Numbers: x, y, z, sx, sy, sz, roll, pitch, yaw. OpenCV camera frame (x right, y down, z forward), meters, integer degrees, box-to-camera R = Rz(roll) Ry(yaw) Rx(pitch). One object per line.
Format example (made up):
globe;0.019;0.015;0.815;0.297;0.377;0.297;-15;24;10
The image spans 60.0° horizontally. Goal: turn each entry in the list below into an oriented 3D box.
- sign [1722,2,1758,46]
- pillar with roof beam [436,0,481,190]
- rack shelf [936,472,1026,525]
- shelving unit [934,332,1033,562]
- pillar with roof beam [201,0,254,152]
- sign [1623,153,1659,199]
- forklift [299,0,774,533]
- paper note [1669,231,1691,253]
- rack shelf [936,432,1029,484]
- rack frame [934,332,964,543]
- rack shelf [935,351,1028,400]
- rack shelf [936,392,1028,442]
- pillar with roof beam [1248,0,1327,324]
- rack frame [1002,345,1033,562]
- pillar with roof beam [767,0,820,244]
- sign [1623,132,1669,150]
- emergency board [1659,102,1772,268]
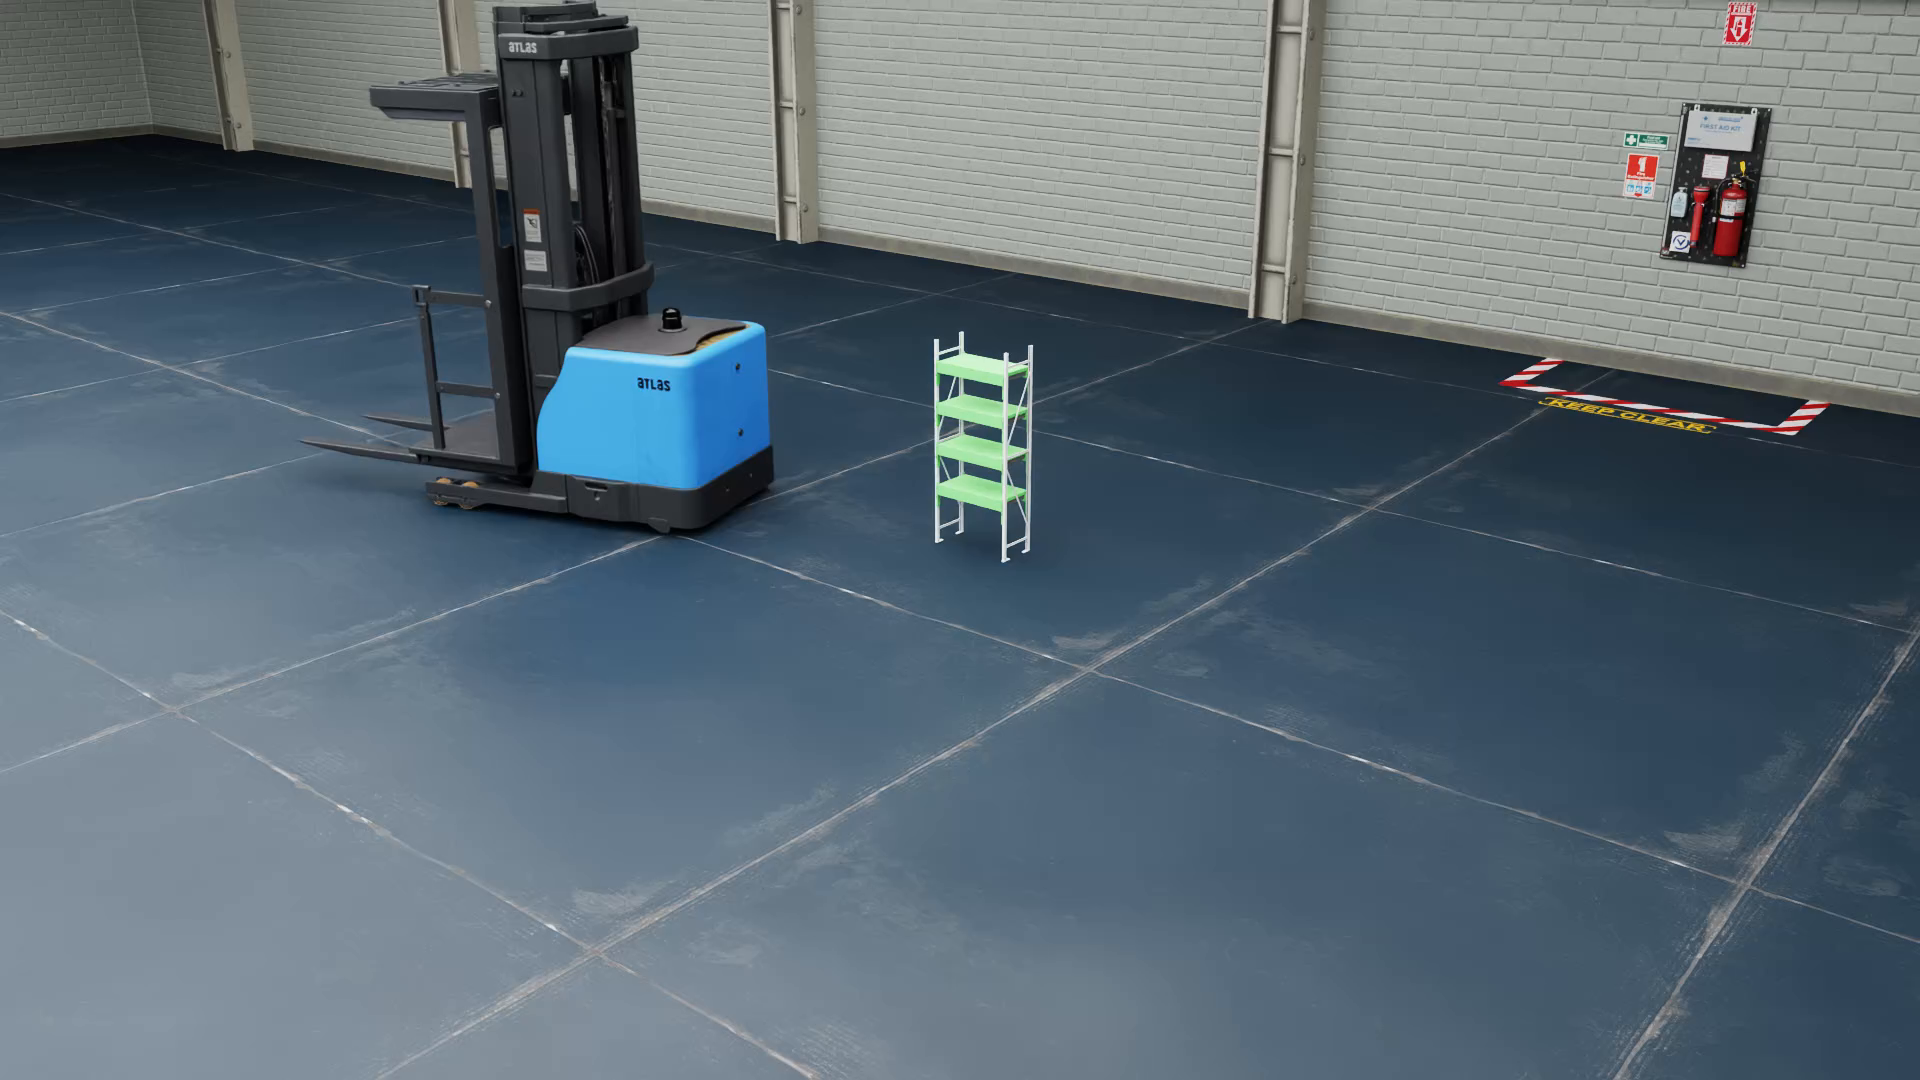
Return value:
sign;5.658;-3.746;12.066;0.199;0.298;0.001;16;26;36
pillar with roof beam;-9.175;-7.717;17.378;0.400;9.000;9.100;16;26;36
rack shelf;0.128;-0.240;9.466;0.480;0.148;0.258;16;26;36
shelving unit;0.128;-0.524;9.359;0.503;1.200;0.258;16;26;36
pillar with roof beam;-13.824;-9.055;20.928;0.400;9.000;9.100;16;26;36
sign;5.238;-2.801;12.794;0.234;0.329;0.001;16;26;36
forklift;-2.740;-1.722;10.080;3.031;2.935;1.130;8;22;20
paper note;5.508;-2.279;12.708;0.142;0.148;0.016;16;26;36
rack shelf;0.128;-0.465;9.381;0.480;0.148;0.258;16;26;36
rack frame;-0.061;-0.579;9.503;0.015;1.200;0.240;16;26;36
rack shelf;0.128;-0.914;9.212;0.480;0.148;0.258;16;26;36
rack shelf;0.128;-0.689;9.296;0.480;0.148;0.258;16;26;36
pillar with roof beam;0.121;-5.040;10.279;0.400;9.000;9.100;16;26;36
rack frame;0.317;-0.470;9.214;0.015;1.200;0.240;16;26;36
pillar with roof beam;-4.527;-6.378;13.829;0.400;9.000;9.100;16;26;36
sign;5.236;-3.045;12.691;0.331;0.109;0.001;16;26;36
emergency board;5.601;-2.633;12.398;0.643;1.169;0.194;16;26;36
